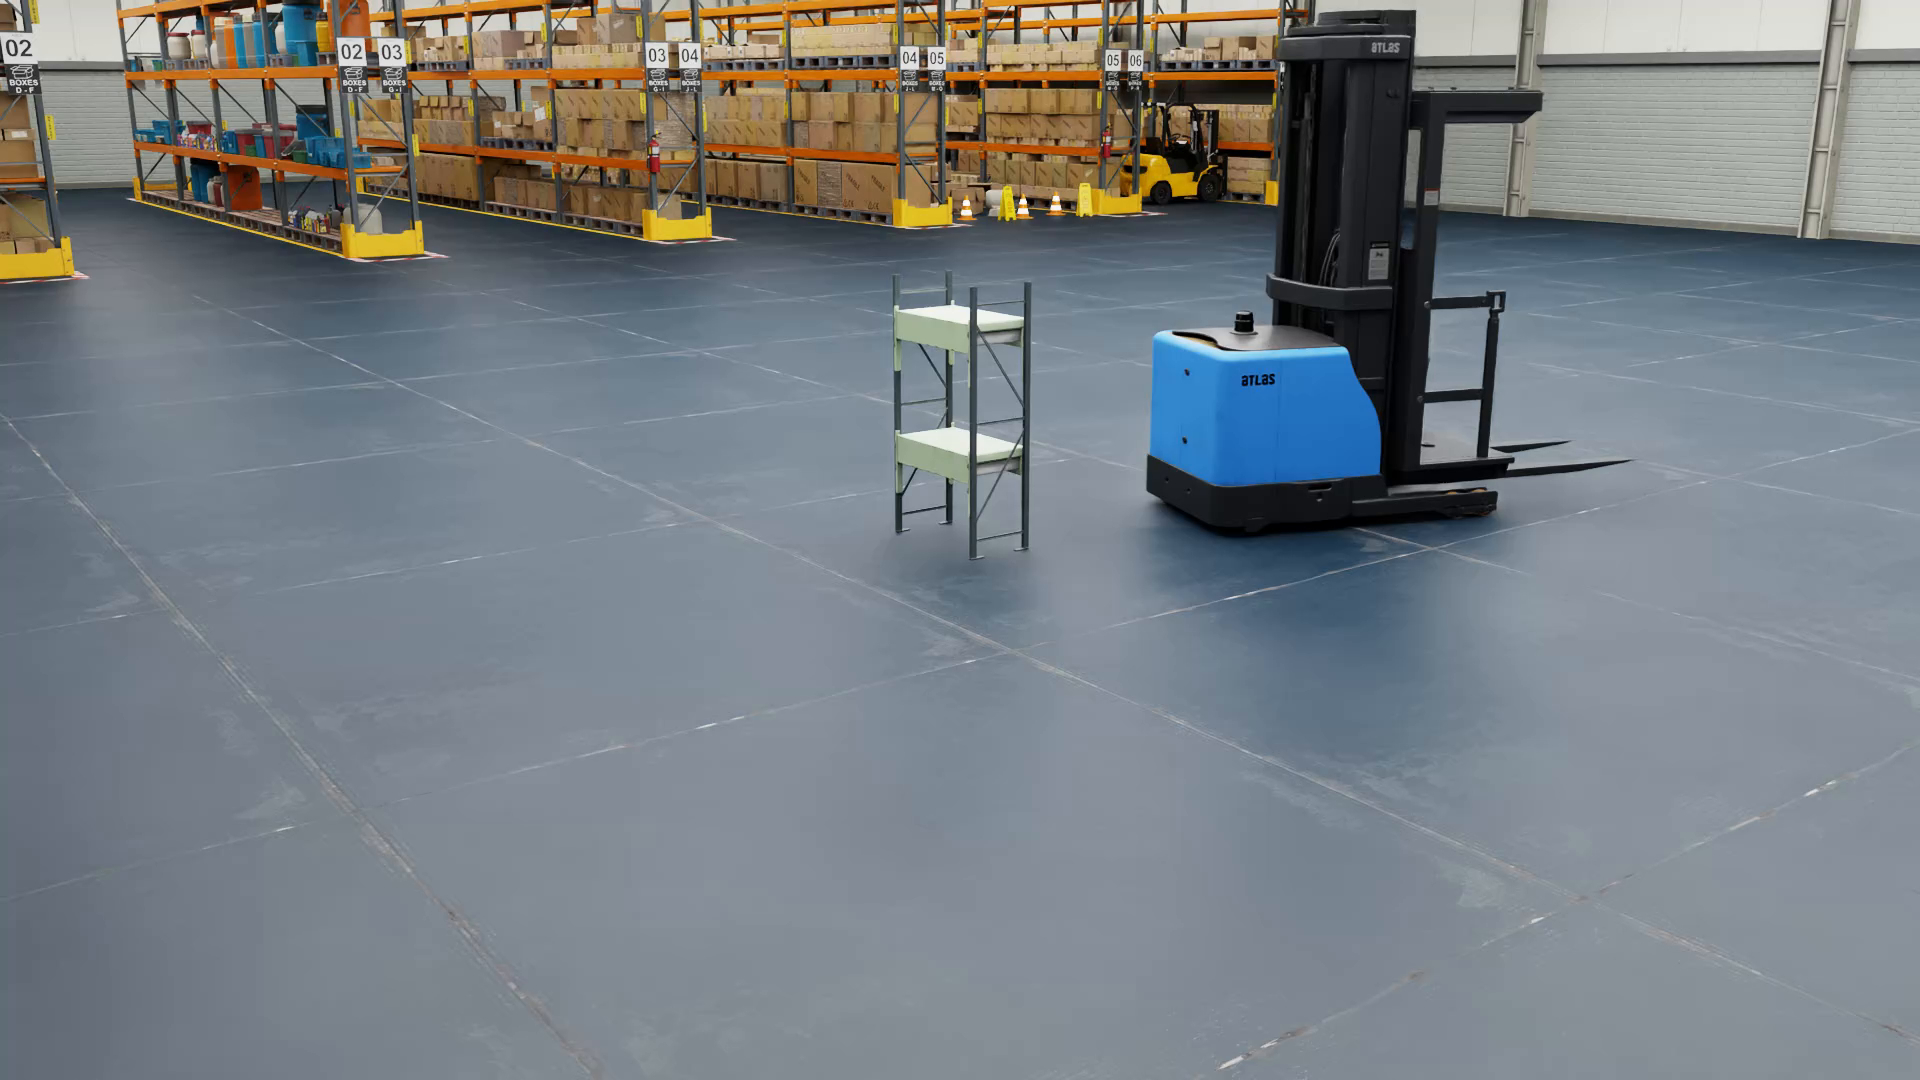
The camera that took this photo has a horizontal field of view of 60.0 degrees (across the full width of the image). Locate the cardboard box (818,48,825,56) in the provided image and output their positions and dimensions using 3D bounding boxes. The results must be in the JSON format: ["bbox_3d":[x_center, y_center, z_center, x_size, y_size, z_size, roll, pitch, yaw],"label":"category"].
[{"bbox_3d":[-2.520,-9.426,32.141,0.380,0.149,0.250,-11,19,-35],"label":"cardboard box"}]

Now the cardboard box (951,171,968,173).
[{"bbox_3d":[-0.261,-8.334,38.528,0.950,0.372,0.625,-10,18,-33],"label":"cardboard box"}]

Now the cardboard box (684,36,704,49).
[{"bbox_3d":[-5.859,-10.961,36.621,0.396,0.266,0.258,-11,19,-35],"label":"cardboard box"}]

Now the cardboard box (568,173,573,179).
[{"bbox_3d":[-9.846,-9.382,42.777,0.380,0.149,0.250,-11,19,-35],"label":"cardboard box"}]

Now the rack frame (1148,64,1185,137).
[{"bbox_3d":[4.898,-9.758,39.546,1.000,3.000,0.127,-11,19,-35],"label":"rack frame"}]

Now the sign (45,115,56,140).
[{"bbox_3d":[-12.342,-5.598,22.557,0.100,0.325,0.005,-11,19,-35],"label":"sign"}]

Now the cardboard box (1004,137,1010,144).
[{"bbox_3d":[1.182,-8.650,35.976,0.380,0.149,0.250,-11,19,-35],"label":"cardboard box"}]

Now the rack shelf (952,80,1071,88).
[{"bbox_3d":[1.370,-12.139,43.926,1.077,0.370,4.000,-11,19,-35],"label":"rack shelf"}]

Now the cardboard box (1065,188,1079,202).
[{"bbox_3d":[2.530,-7.145,34.411,0.500,0.250,0.500,-11,19,-35],"label":"cardboard box"}]

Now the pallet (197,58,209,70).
[{"bbox_3d":[-13.860,-9.068,31.701,1.003,0.211,1.213,-11,19,-35],"label":"pallet"}]

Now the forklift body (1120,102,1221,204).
[{"bbox_3d":[4.659,-8.616,36.982,2.313,2.155,1.214,-11,19,-35],"label":"forklift body"}]

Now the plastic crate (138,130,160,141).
[{"bbox_3d":[-17.927,-8.946,36.782,0.416,0.233,0.300,-11,19,-35],"label":"plastic crate"}]

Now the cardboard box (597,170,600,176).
[{"bbox_3d":[-8.780,-9.124,41.273,0.380,0.149,0.250,-10,18,-33],"label":"cardboard box"}]

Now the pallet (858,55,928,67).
[{"bbox_3d":[-1.152,-8.903,30.910,1.003,0.211,1.213,-11,19,-35],"label":"pallet"}]

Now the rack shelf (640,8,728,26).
[{"bbox_3d":[-6.587,-11.832,37.879,1.077,0.370,4.000,-11,19,-35],"label":"rack shelf"}]

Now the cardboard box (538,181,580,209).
[{"bbox_3d":[-7.740,-6.694,32.254,0.700,0.500,0.500,-11,19,-35],"label":"cardboard box"}]

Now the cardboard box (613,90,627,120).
[{"bbox_3d":[-5.601,-7.453,28.478,0.500,0.500,0.500,-11,19,-35],"label":"cardboard box"}]

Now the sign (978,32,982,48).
[{"bbox_3d":[0.438,-10.786,35.894,0.100,0.325,0.005,-11,19,-35],"label":"sign"}]

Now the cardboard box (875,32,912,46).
[{"bbox_3d":[-1.221,-9.172,30.460,0.500,0.250,0.500,-11,19,-34],"label":"cardboard box"}]

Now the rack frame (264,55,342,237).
[{"bbox_3d":[-11.137,-6.680,28.299,1.000,3.000,0.127,-11,19,-35],"label":"rack frame"}]

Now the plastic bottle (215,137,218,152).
[{"bbox_3d":[-14.072,-7.498,31.509,0.061,0.283,0.133,-11,19,-35],"label":"plastic bottle"}]

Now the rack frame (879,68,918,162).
[{"bbox_3d":[-1.467,-9.841,39.849,1.000,3.000,0.127,-11,19,-35],"label":"rack frame"}]

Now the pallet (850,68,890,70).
[{"bbox_3d":[-1.888,-11.326,39.950,1.213,0.211,1.003,-10,18,-32],"label":"pallet"}]

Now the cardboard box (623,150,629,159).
[{"bbox_3d":[-5.583,-6.657,28.691,0.380,0.149,0.250,-11,19,-35],"label":"cardboard box"}]

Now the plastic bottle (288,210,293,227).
[{"bbox_3d":[-11.304,-5.440,28.104,0.097,0.271,0.097,0,15,0],"label":"plastic bottle"}]

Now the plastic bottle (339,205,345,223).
[{"bbox_3d":[-10.413,-5.480,28.102,0.144,0.351,0.185,-12,19,-37],"label":"plastic bottle"}]

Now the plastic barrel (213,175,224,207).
[{"bbox_3d":[-14.455,-6.916,32.936,0.600,0.588,0.708,-11,19,-35],"label":"plastic barrel"}]

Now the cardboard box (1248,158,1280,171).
[{"bbox_3d":[6.727,-8.312,36.783,0.500,0.250,0.500,-10,18,-33],"label":"cardboard box"}]

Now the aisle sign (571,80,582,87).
[{"bbox_3d":[-9.915,-12.075,43.088,0.394,0.787,0.004,-11,19,-35],"label":"aisle sign"}]

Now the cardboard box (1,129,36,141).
[{"bbox_3d":[-12.851,-5.536,22.701,0.380,0.149,0.250,-11,19,-35],"label":"cardboard box"}]

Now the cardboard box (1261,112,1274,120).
[{"bbox_3d":[6.819,-9.295,36.438,0.380,0.149,0.250,-11,19,-34],"label":"cardboard box"}]

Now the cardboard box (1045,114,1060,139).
[{"bbox_3d":[2.113,-8.612,34.607,0.500,0.500,0.500,-11,19,-35],"label":"cardboard box"}]

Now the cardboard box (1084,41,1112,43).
[{"bbox_3d":[3.373,-11.948,40.691,0.500,0.500,0.500,-10,18,-33],"label":"cardboard box"}]

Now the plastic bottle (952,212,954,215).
[{"bbox_3d":[-0.280,-6.606,33.596,0.283,0.061,0.133,10,18,33],"label":"plastic bottle"}]

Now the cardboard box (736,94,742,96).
[{"bbox_3d":[-5.809,-11.824,45.010,0.500,0.500,0.500,-11,19,-36],"label":"cardboard box"}]

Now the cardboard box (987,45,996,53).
[{"bbox_3d":[0.806,-10.579,35.829,0.380,0.149,0.250,-11,19,-36],"label":"cardboard box"}]

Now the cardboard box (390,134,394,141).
[{"bbox_3d":[-12.884,-9.269,38.237,0.380,0.149,0.250,-10,18,-34],"label":"cardboard box"}]

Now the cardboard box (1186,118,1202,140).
[{"bbox_3d":[5.566,-9.454,38.247,0.500,0.500,0.500,-11,19,-35],"label":"cardboard box"}]

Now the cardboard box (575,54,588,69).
[{"bbox_3d":[-6.475,-8.467,29.432,0.500,0.250,0.500,-12,19,-37],"label":"cardboard box"}]

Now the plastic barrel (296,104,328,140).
[{"bbox_3d":[-11.119,-7.051,28.706,0.600,0.901,0.708,-11,19,-35],"label":"plastic barrel"}]

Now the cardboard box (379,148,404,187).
[{"bbox_3d":[-13.210,-8.870,39.531,0.875,0.875,0.875,-11,19,-35],"label":"cardboard box"}]

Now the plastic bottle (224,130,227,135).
[{"bbox_3d":[-14.927,-8.179,33.871,0.144,0.351,0.185,-11,19,-35],"label":"plastic bottle"}]

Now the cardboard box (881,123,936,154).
[{"bbox_3d":[-0.962,-7.487,30.965,0.875,0.550,0.550,-11,19,-35],"label":"cardboard box"}]

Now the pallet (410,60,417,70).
[{"bbox_3d":[-12.307,-10.737,37.609,1.003,0.211,1.213,-11,19,-35],"label":"pallet"}]

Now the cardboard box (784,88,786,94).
[{"bbox_3d":[-4.324,-11.628,43.066,0.380,0.149,0.250,-10,18,-33],"label":"cardboard box"}]

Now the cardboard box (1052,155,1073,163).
[{"bbox_3d":[2.140,-7.936,34.653,0.380,0.149,0.250,-10,18,-34],"label":"cardboard box"}]

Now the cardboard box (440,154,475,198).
[{"bbox_3d":[-10.390,-7.822,35.704,1.225,0.875,0.875,-11,19,-34],"label":"cardboard box"}]

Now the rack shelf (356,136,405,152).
[{"bbox_3d":[-13.011,-9.237,39.005,1.077,0.370,4.000,-11,19,-35],"label":"rack shelf"}]

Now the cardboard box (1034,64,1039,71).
[{"bbox_3d":[1.778,-9.878,34.777,0.380,0.149,0.250,-11,19,-34],"label":"cardboard box"}]

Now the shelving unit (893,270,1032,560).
[{"bbox_3d":[0.004,-0.722,9.373,0.431,1.500,0.755,-11,19,-35],"label":"shelving unit"}]

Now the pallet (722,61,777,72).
[{"bbox_3d":[-4.330,-10.039,35.248,1.003,0.211,1.213,-10,18,-32],"label":"pallet"}]

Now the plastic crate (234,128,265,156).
[{"bbox_3d":[-12.786,-7.172,29.977,0.402,0.464,0.583,-11,19,-35],"label":"plastic crate"}]

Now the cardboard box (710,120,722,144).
[{"bbox_3d":[-5.064,-8.853,36.051,0.500,0.500,0.500,-11,19,-35],"label":"cardboard box"}]

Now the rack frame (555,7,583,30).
[{"bbox_3d":[-10.115,-13.653,42.412,1.000,3.000,0.127,-11,19,-35],"label":"rack frame"}]

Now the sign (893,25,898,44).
[{"bbox_3d":[-1.155,-9.097,29.922,0.100,0.325,0.005,-11,19,-35],"label":"sign"}]

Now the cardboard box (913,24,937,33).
[{"bbox_3d":[-0.646,-9.424,30.625,0.380,0.149,0.250,-11,19,-34],"label":"cardboard box"}]

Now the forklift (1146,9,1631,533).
[{"bbox_3d":[2.743,-1.667,10.114,3.031,2.935,1.130,-5,16,-18],"label":"forklift"}]
